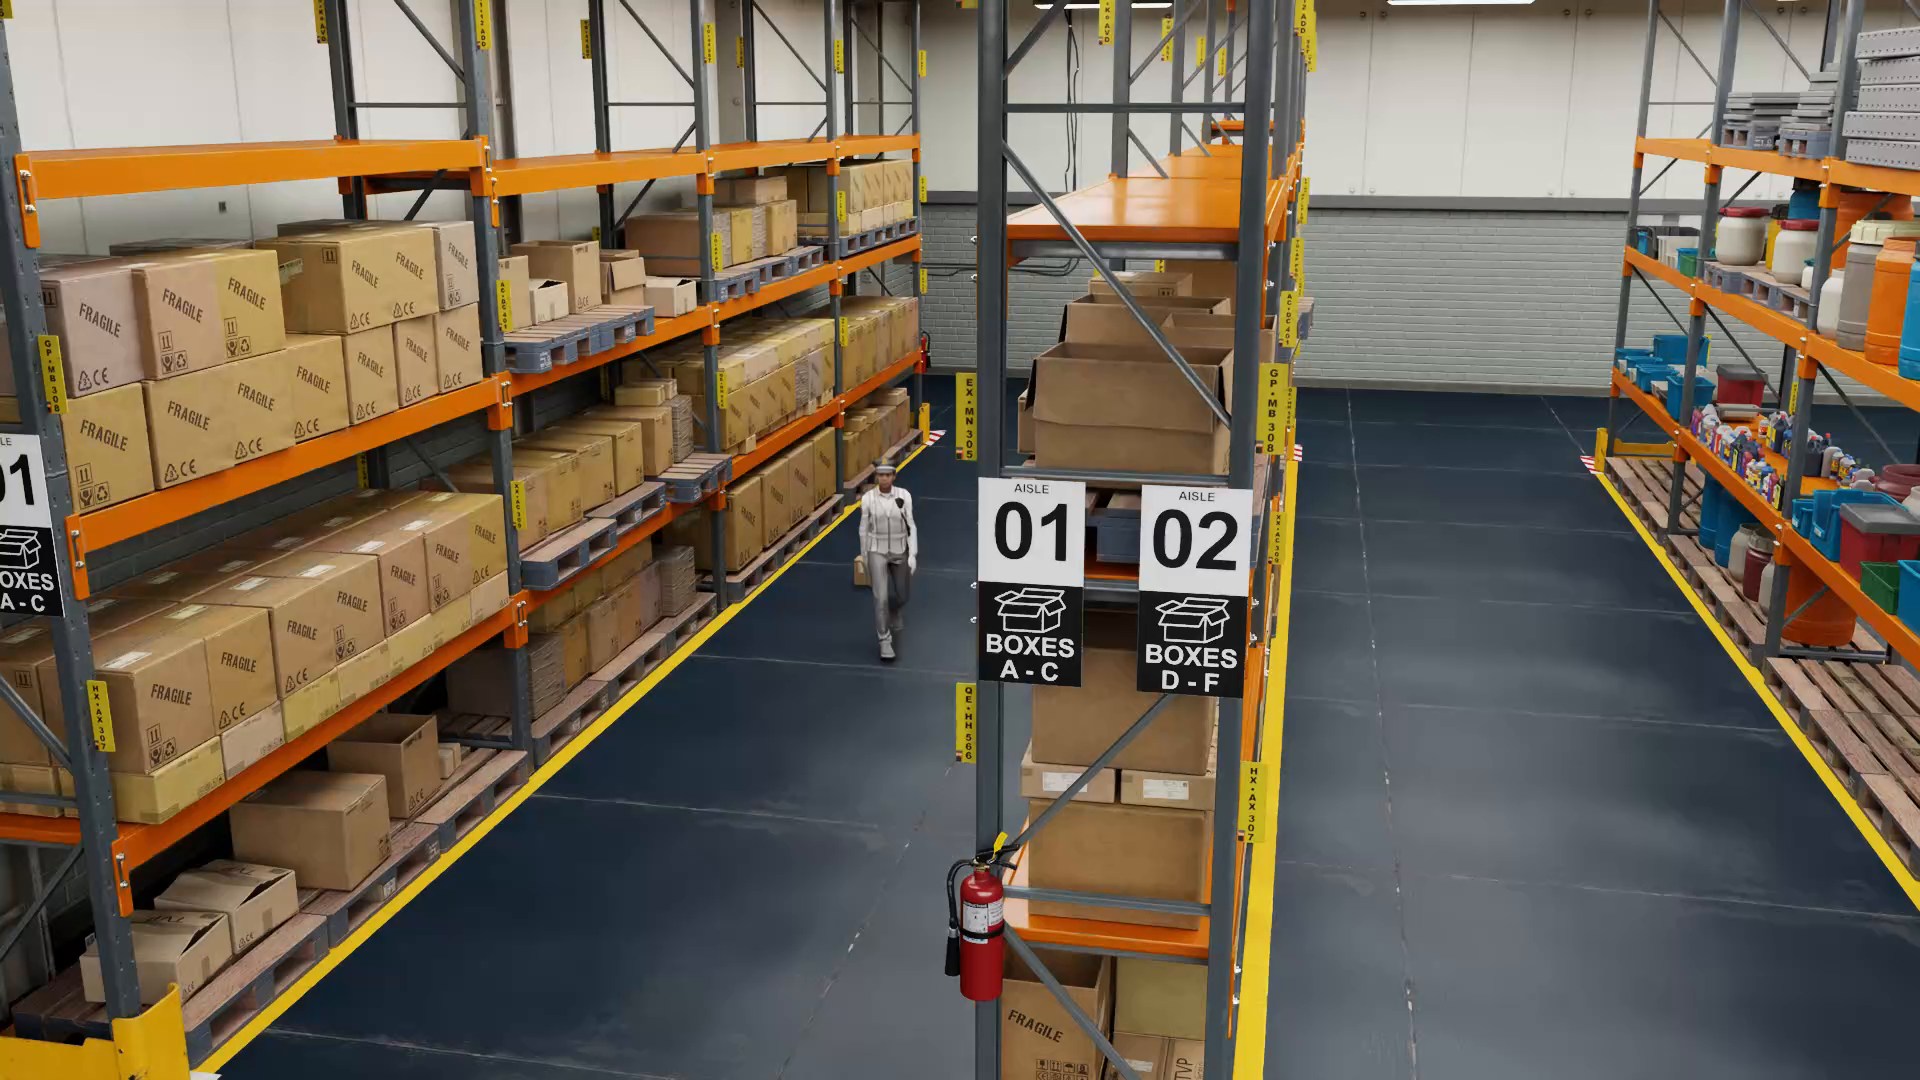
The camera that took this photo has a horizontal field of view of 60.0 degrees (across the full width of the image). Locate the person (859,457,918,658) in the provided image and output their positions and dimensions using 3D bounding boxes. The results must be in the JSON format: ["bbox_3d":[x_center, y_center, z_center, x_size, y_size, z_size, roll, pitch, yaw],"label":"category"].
[{"bbox_3d":[-0.610,0.092,14.050,0.476,1.651,0.855,-3,15,-11],"label":"person"}]
